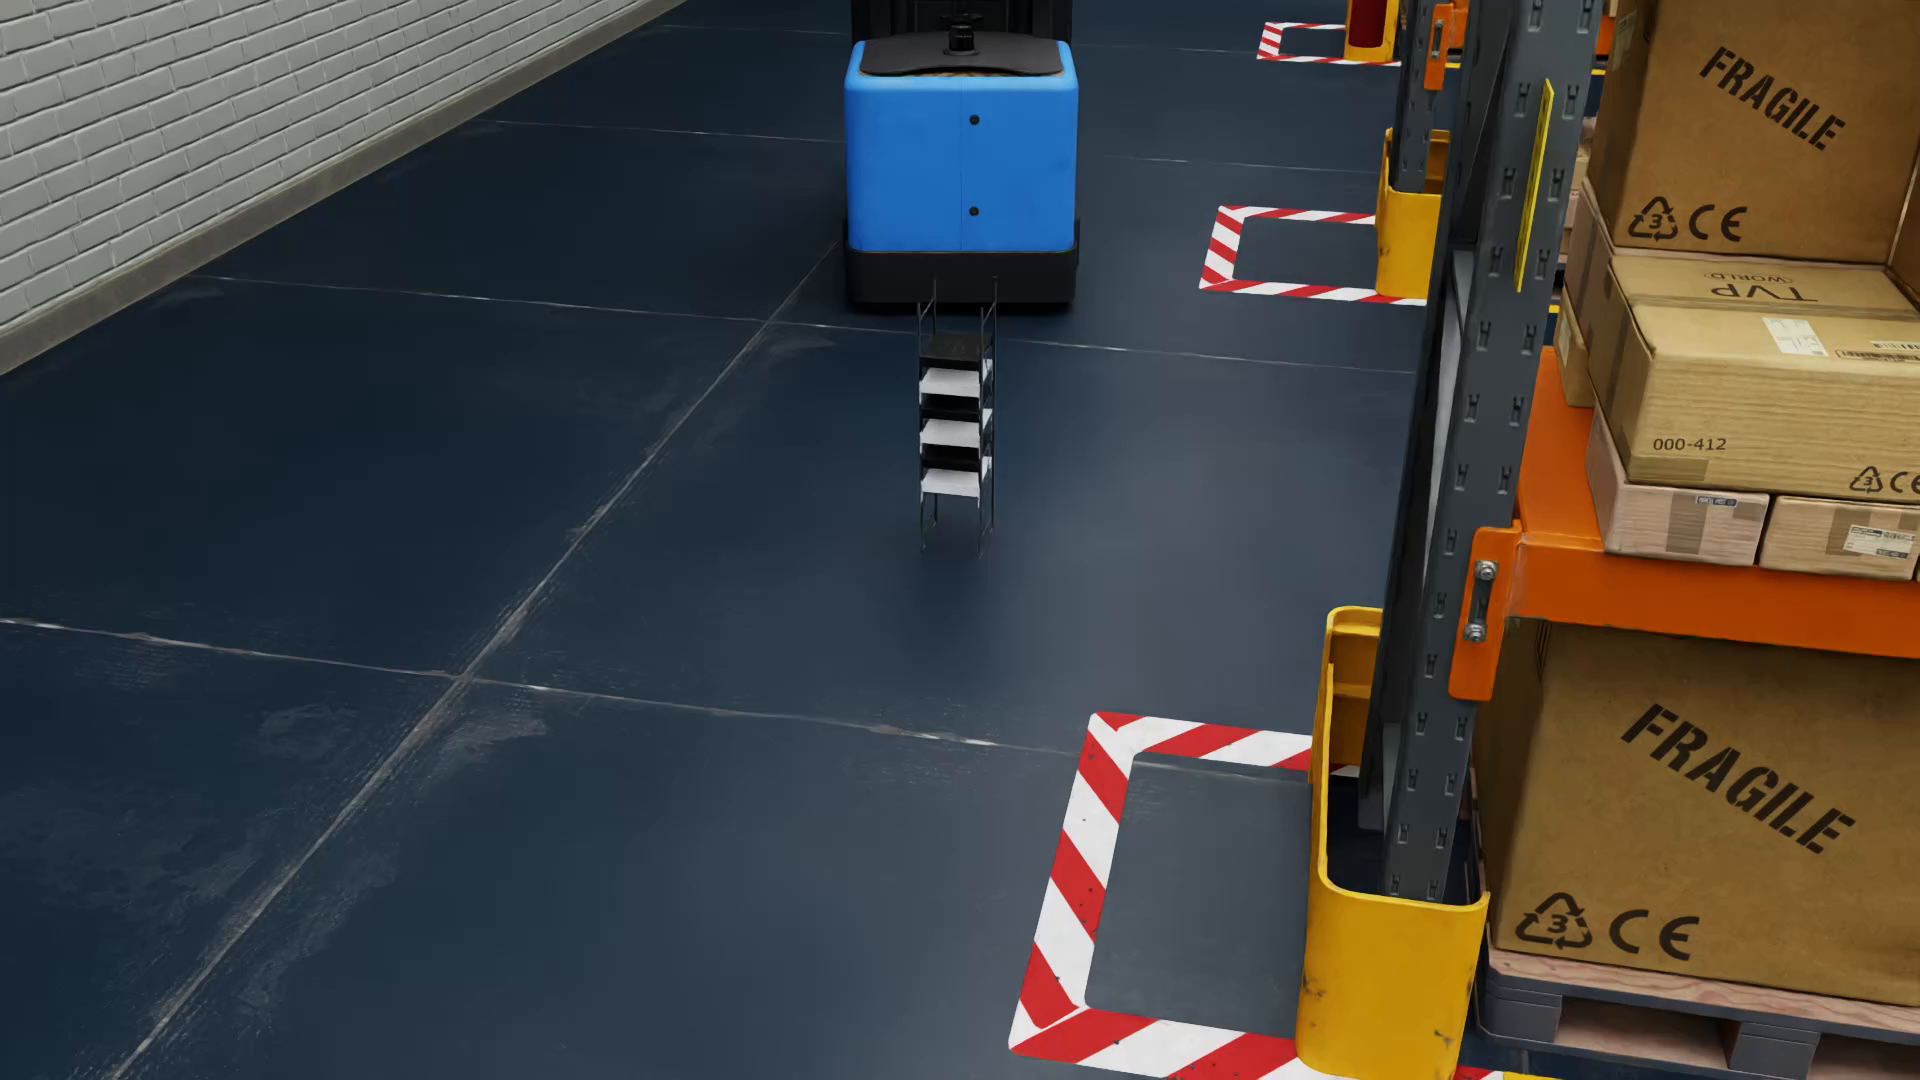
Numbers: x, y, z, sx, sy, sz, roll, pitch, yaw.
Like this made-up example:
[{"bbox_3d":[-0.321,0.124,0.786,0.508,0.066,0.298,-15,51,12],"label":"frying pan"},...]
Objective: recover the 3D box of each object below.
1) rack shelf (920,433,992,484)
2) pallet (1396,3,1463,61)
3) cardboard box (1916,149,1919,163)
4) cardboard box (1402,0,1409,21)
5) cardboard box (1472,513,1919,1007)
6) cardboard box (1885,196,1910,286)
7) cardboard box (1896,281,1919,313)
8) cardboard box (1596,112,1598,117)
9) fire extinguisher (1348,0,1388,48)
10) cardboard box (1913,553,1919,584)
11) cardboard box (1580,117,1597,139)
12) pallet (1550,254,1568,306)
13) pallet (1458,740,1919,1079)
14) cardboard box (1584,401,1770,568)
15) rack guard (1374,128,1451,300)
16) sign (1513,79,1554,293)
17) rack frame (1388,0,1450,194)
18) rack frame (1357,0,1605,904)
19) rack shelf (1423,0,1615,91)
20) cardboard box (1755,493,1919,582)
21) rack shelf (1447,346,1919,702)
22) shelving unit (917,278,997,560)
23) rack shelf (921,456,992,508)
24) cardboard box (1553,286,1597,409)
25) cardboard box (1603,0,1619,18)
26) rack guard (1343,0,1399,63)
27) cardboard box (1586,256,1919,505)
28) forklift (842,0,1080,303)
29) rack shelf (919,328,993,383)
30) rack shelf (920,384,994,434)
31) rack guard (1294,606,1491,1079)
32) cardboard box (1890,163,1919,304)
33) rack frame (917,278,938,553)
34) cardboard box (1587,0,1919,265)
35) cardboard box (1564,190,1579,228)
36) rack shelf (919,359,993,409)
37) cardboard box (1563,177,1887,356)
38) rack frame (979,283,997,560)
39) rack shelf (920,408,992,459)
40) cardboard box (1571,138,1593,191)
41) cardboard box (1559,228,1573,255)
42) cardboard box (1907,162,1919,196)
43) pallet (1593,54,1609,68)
[{"bbox_3d":[-0.008,-0.287,5.595,0.200,0.077,0.258,6,29,11],"label":"rack shelf"},{"bbox_3d":[3.913,-3.802,12.475,1.213,0.211,1.003,6,29,11],"label":"pallet"},{"bbox_3d":[4.508,-1.785,7.798,0.250,0.149,0.380,5,29,8],"label":"cardboard box"},{"bbox_3d":[3.781,-4.110,12.364,0.875,0.438,0.875,5,29,9],"label":"cardboard box"},{"bbox_3d":[1.687,0.360,3.744,0.875,0.875,0.875,6,29,11],"label":"cardboard box"},{"bbox_3d":[2.070,-0.504,3.393,0.500,0.250,0.500,5,29,10],"label":"cardboard box"},{"bbox_3d":[1.968,-0.255,2.939,0.500,0.250,0.500,6,29,10],"label":"cardboard box"},{"bbox_3d":[3.264,-1.976,8.147,0.250,0.149,0.380,5,29,9],"label":"cardboard box"},{"bbox_3d":[2.029,-2.778,8.170,0.183,0.674,0.296,6,29,11],"label":"fire extinguisher"},{"bbox_3d":[1.825,-0.063,3.003,0.250,0.149,0.380,5,29,9],"label":"cardboard box"},{"bbox_3d":[2.984,-1.942,8.086,0.250,0.149,0.380,6,29,12],"label":"cardboard box"},{"bbox_3d":[3.041,-1.405,8.096,1.213,0.211,1.003,6,29,11],"label":"pallet"},{"bbox_3d":[1.843,0.852,3.974,1.213,0.211,1.003,6,29,11],"label":"pallet"},{"bbox_3d":[1.323,-0.114,3.096,0.250,0.149,0.380,6,29,11],"label":"cardboard box"},{"bbox_3d":[2.254,-1.630,8.206,0.348,0.500,1.175,6,29,11],"label":"rack guard"},{"bbox_3d":[0.923,-0.569,2.682,0.005,0.325,0.100,6,29,11],"label":"sign"},{"bbox_3d":[2.179,-2.734,7.620,0.127,3.000,1.000,6,29,11],"label":"rack frame"},{"bbox_3d":[1.045,-0.415,3.384,0.127,3.000,1.000,6,29,11],"label":"rack frame"},{"bbox_3d":[4.135,-2.218,7.426,4.000,0.370,1.077,6,29,11],"label":"rack shelf"},{"bbox_3d":[1.574,-0.089,3.050,0.250,0.149,0.380,5,29,10],"label":"cardboard box"},{"bbox_3d":[3.001,0.102,3.190,4.000,0.370,1.077,6,29,11],"label":"rack shelf"},{"bbox_3d":[-0.008,-0.396,5.535,0.210,0.900,0.258,6,29,11],"label":"shelving unit"},{"bbox_3d":[-0.008,-0.208,5.638,0.200,0.077,0.258,6,29,11],"label":"rack shelf"},{"bbox_3d":[1.462,-0.423,3.661,0.250,0.149,0.380,6,29,12],"label":"cardboard box"},{"bbox_3d":[2.937,-2.379,7.233,0.250,0.149,0.380,5,29,9],"label":"cardboard box"},{"bbox_3d":[3.091,-3.974,12.489,0.348,0.500,1.175,6,29,11],"label":"rack guard"},{"bbox_3d":[1.458,-0.304,3.029,0.500,0.250,0.500,5,29,9],"label":"cardboard box"},{"bbox_3d":[0.009,-3.029,8.231,1.130,2.935,3.031,0,29,0],"label":"forklift"},{"bbox_3d":[-0.008,-0.603,5.422,0.200,0.077,0.258,6,29,11],"label":"rack shelf"},{"bbox_3d":[-0.008,-0.445,5.508,0.200,0.077,0.258,6,29,11],"label":"rack shelf"},{"bbox_3d":[1.021,0.680,3.988,0.348,0.500,1.175,6,29,11],"label":"rack guard"},{"bbox_3d":[1.947,-0.583,2.757,0.500,0.500,0.500,5,29,9],"label":"cardboard box"},{"bbox_3d":[-0.107,-0.406,5.554,0.006,0.900,0.240,6,29,11],"label":"rack frame"},{"bbox_3d":[1.576,-0.883,3.304,0.500,0.500,0.500,6,29,11],"label":"cardboard box"},{"bbox_3d":[2.894,-1.571,7.717,0.250,0.149,0.380,6,29,10],"label":"cardboard box"},{"bbox_3d":[-0.008,-0.524,5.465,0.200,0.077,0.258,6,29,11],"label":"rack shelf"},{"bbox_3d":[1.574,-0.555,3.487,0.500,0.250,0.500,5,29,10],"label":"cardboard box"},{"bbox_3d":[0.091,-0.385,5.517,0.006,0.900,0.240,6,29,11],"label":"rack frame"},{"bbox_3d":[-0.008,-0.366,5.551,0.200,0.077,0.258,6,29,11],"label":"rack shelf"},{"bbox_3d":[2.916,-1.745,7.726,0.250,0.149,0.380,6,29,11],"label":"cardboard box"},{"bbox_3d":[2.898,-1.477,7.855,0.250,0.149,0.380,6,29,10],"label":"cardboard box"},{"bbox_3d":[4.178,-1.613,7.485,0.250,0.149,0.380,6,29,11],"label":"cardboard box"},{"bbox_3d":[5.102,-3.679,12.249,1.213,0.211,1.003,6,29,11],"label":"pallet"}]
